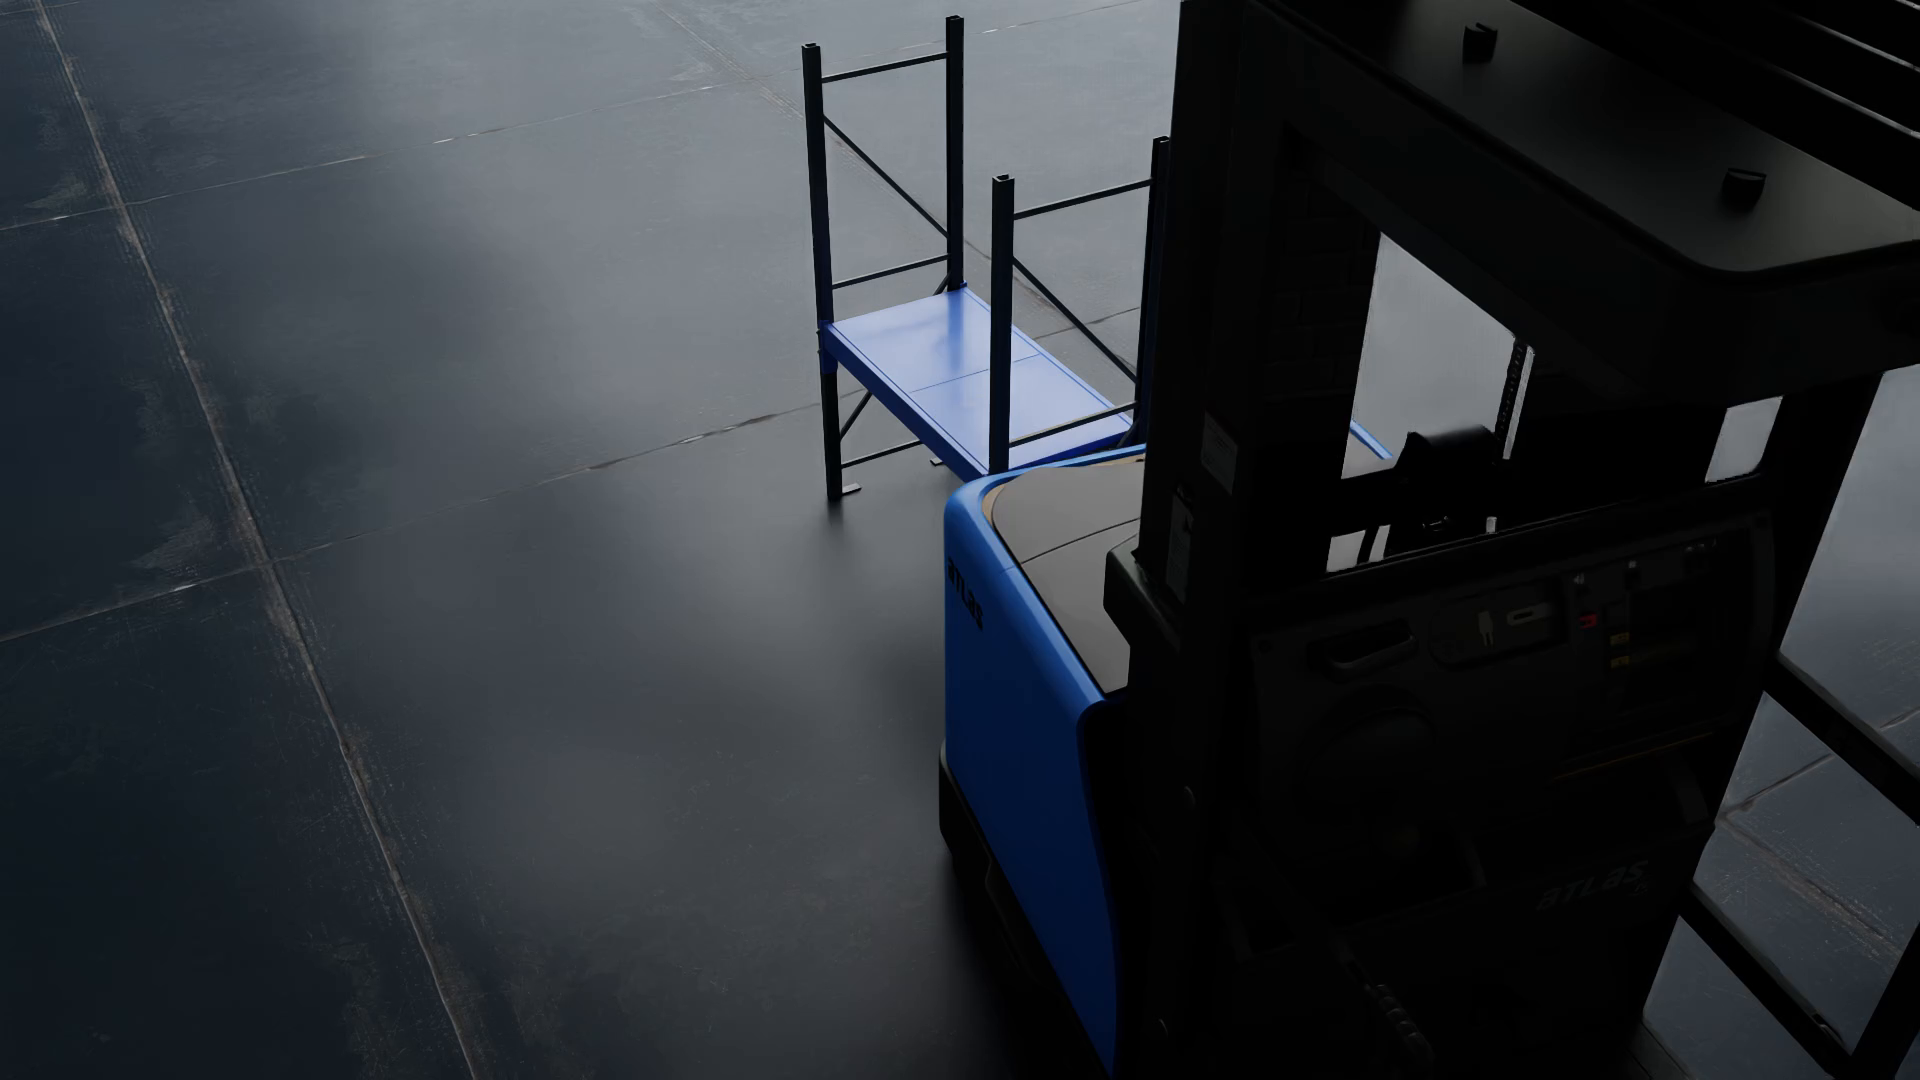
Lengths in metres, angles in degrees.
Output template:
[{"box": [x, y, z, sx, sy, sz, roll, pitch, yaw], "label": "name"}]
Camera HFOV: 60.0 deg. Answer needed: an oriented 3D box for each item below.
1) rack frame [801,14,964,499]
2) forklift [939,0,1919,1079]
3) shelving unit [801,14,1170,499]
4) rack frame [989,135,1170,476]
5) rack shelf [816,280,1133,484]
[{"box": [-0.213, -0.821, 5.103, 0.500, 1.500, 0.032, -19, 40, -24], "label": "rack frame"}, {"box": [0.934, 0.277, 2.385, 1.130, 2.935, 3.031, -12, 38, -16], "label": "forklift"}, {"box": [0.043, -0.562, 4.748, 0.538, 1.500, 1.048, -19, 40, -24], "label": "shelving unit"}, {"box": [0.298, -0.303, 4.393, 0.500, 1.500, 0.032, -19, 40, -24], "label": "rack frame"}, {"box": [0.043, -0.417, 4.854, 0.538, 0.185, 1.000, -19, 40, -24], "label": "rack shelf"}]
